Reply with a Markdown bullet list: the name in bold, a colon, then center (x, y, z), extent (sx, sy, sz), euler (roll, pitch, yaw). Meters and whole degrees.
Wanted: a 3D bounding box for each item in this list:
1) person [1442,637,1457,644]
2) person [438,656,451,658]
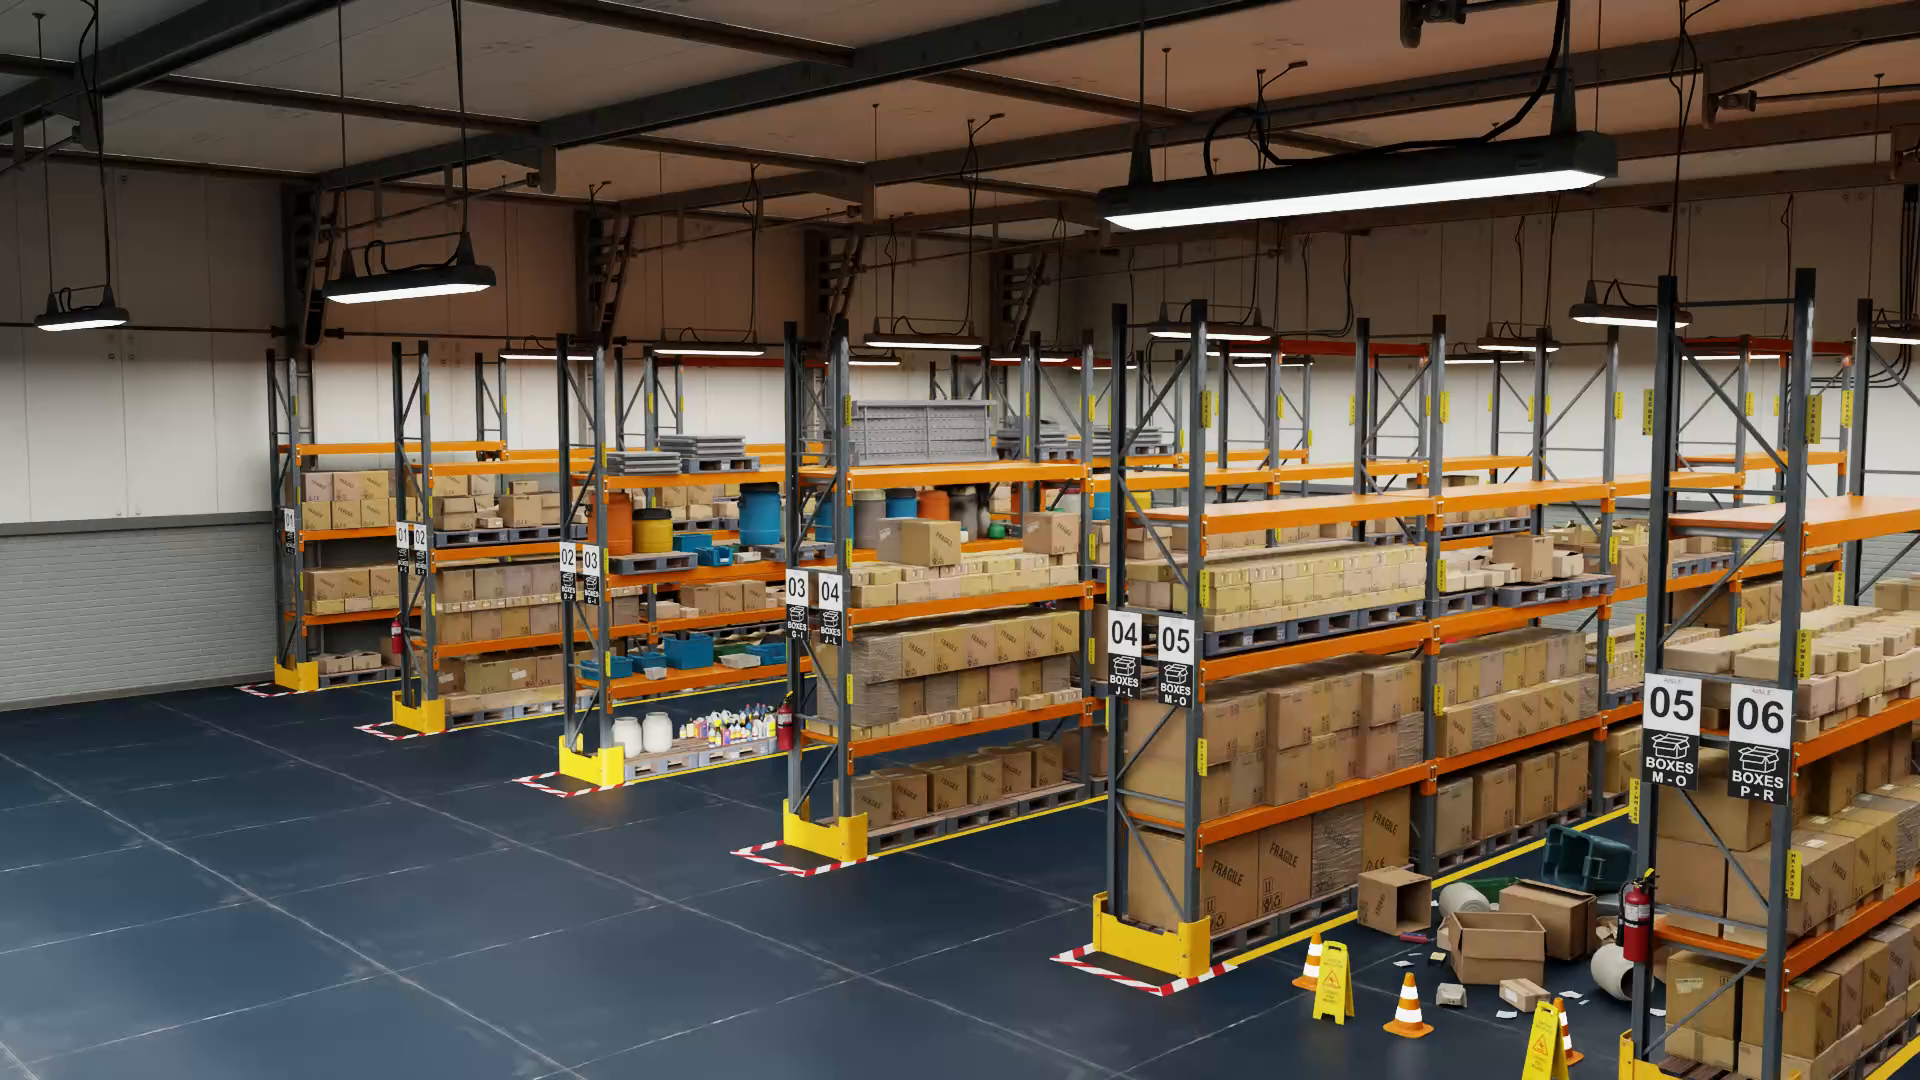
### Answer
- **person**: center (7.103, 2.218, 23.950), extent (0.644, 1.702, 0.873), euler (4, 6, 40)
- **person**: center (-8.866, 1.901, 28.514), extent (0.547, 1.625, 0.705), euler (2, 5, 22)
